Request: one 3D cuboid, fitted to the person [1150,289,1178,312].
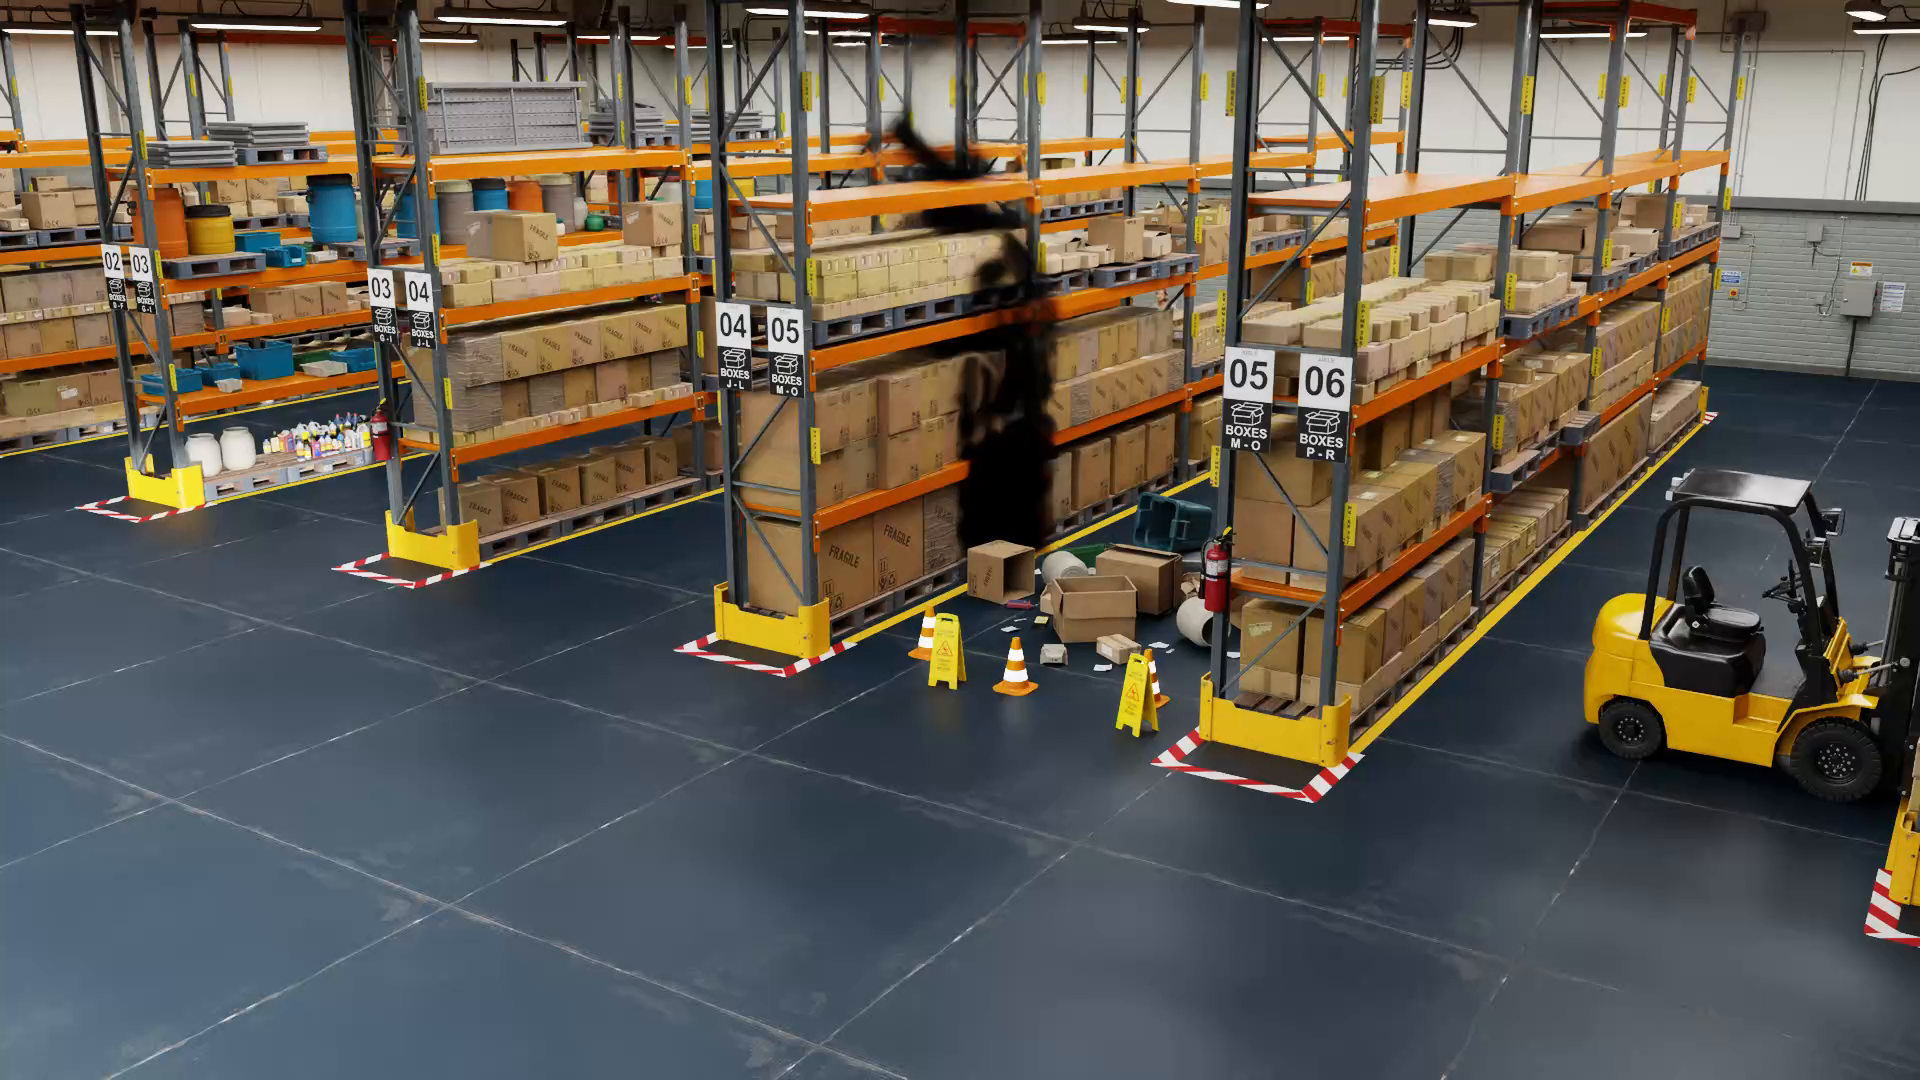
[{"bbox_3d":[3.549,-3.611,29.184,0.595,1.625,0.537,8,17,26],"label":"person"}]
